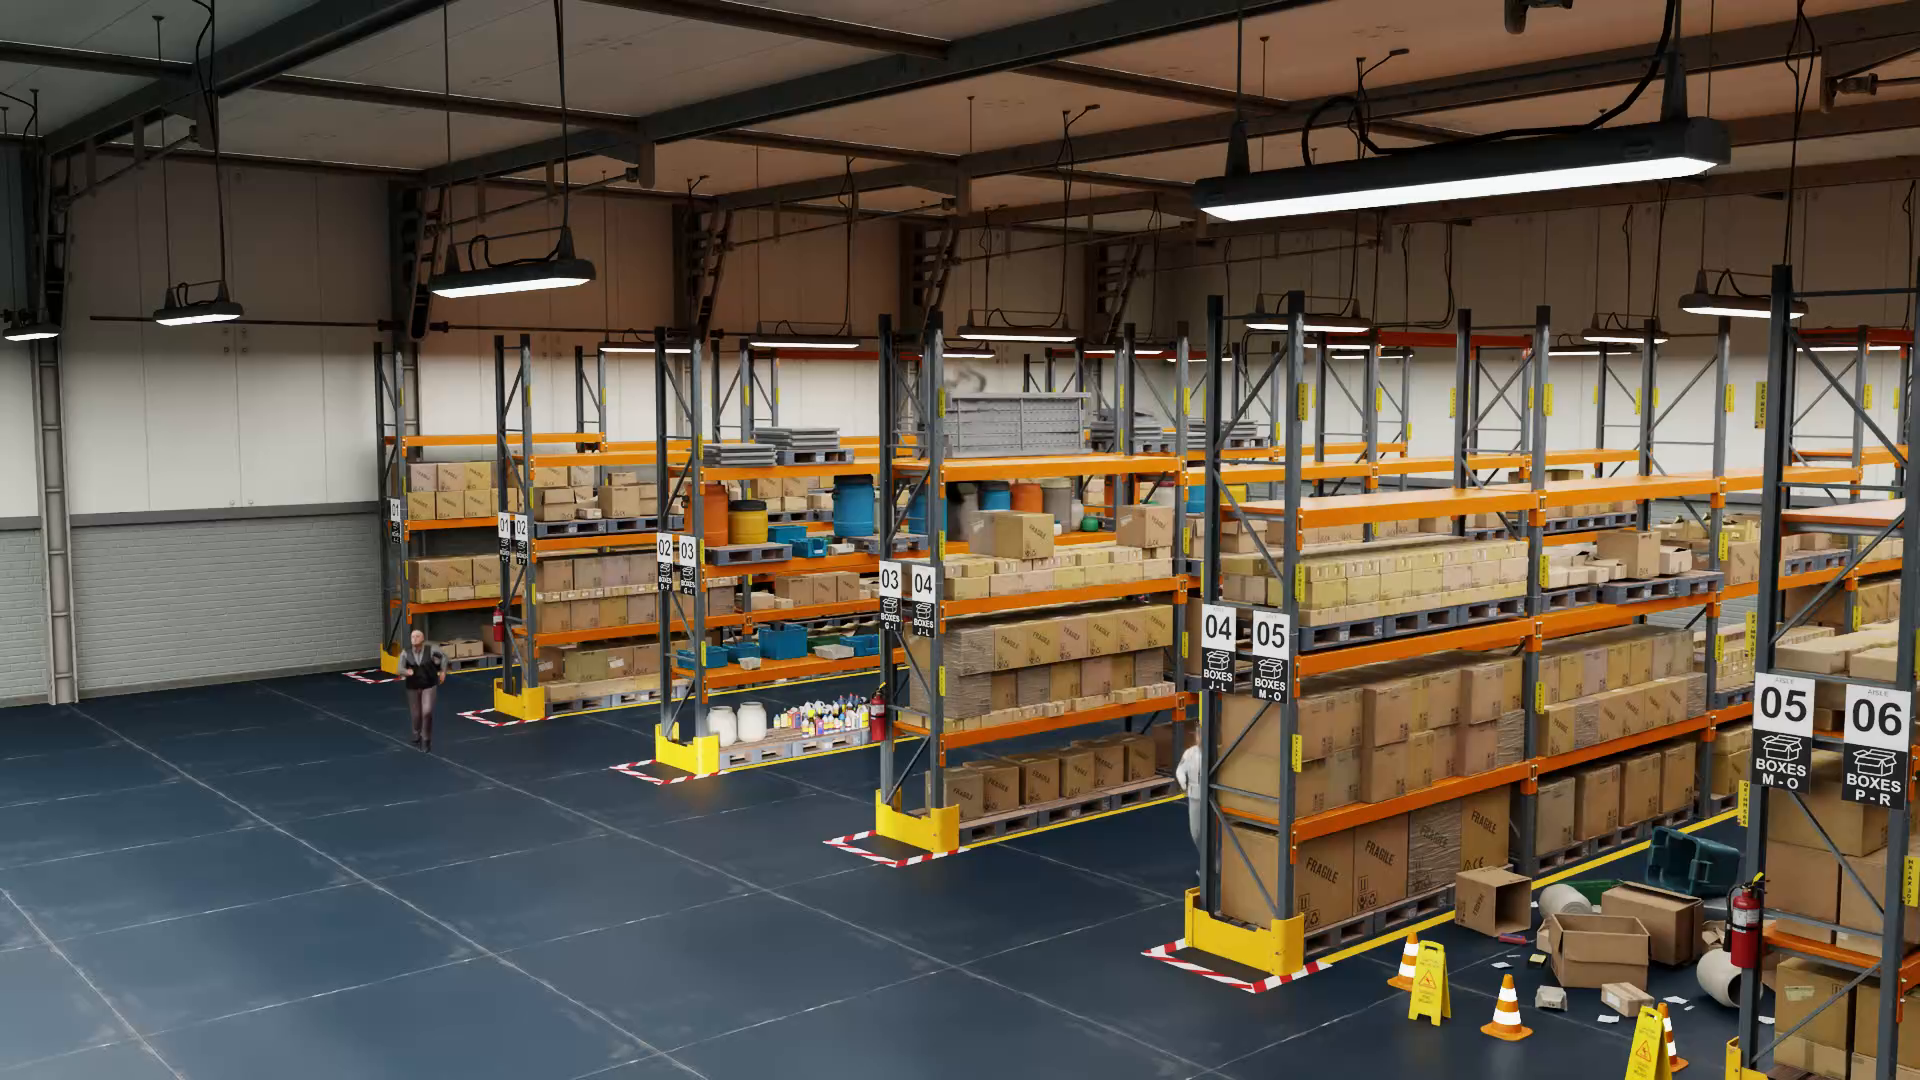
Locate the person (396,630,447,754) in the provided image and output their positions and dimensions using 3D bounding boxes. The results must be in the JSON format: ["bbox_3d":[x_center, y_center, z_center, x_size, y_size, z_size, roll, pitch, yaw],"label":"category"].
[{"bbox_3d":[-7.686,2.153,23.764,0.661,1.758,0.888,-1,5,-8],"label":"person"}]

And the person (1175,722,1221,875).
[{"bbox_3d":[2.558,2.732,17.490,0.671,1.669,0.562,3,6,33],"label":"person"}]
